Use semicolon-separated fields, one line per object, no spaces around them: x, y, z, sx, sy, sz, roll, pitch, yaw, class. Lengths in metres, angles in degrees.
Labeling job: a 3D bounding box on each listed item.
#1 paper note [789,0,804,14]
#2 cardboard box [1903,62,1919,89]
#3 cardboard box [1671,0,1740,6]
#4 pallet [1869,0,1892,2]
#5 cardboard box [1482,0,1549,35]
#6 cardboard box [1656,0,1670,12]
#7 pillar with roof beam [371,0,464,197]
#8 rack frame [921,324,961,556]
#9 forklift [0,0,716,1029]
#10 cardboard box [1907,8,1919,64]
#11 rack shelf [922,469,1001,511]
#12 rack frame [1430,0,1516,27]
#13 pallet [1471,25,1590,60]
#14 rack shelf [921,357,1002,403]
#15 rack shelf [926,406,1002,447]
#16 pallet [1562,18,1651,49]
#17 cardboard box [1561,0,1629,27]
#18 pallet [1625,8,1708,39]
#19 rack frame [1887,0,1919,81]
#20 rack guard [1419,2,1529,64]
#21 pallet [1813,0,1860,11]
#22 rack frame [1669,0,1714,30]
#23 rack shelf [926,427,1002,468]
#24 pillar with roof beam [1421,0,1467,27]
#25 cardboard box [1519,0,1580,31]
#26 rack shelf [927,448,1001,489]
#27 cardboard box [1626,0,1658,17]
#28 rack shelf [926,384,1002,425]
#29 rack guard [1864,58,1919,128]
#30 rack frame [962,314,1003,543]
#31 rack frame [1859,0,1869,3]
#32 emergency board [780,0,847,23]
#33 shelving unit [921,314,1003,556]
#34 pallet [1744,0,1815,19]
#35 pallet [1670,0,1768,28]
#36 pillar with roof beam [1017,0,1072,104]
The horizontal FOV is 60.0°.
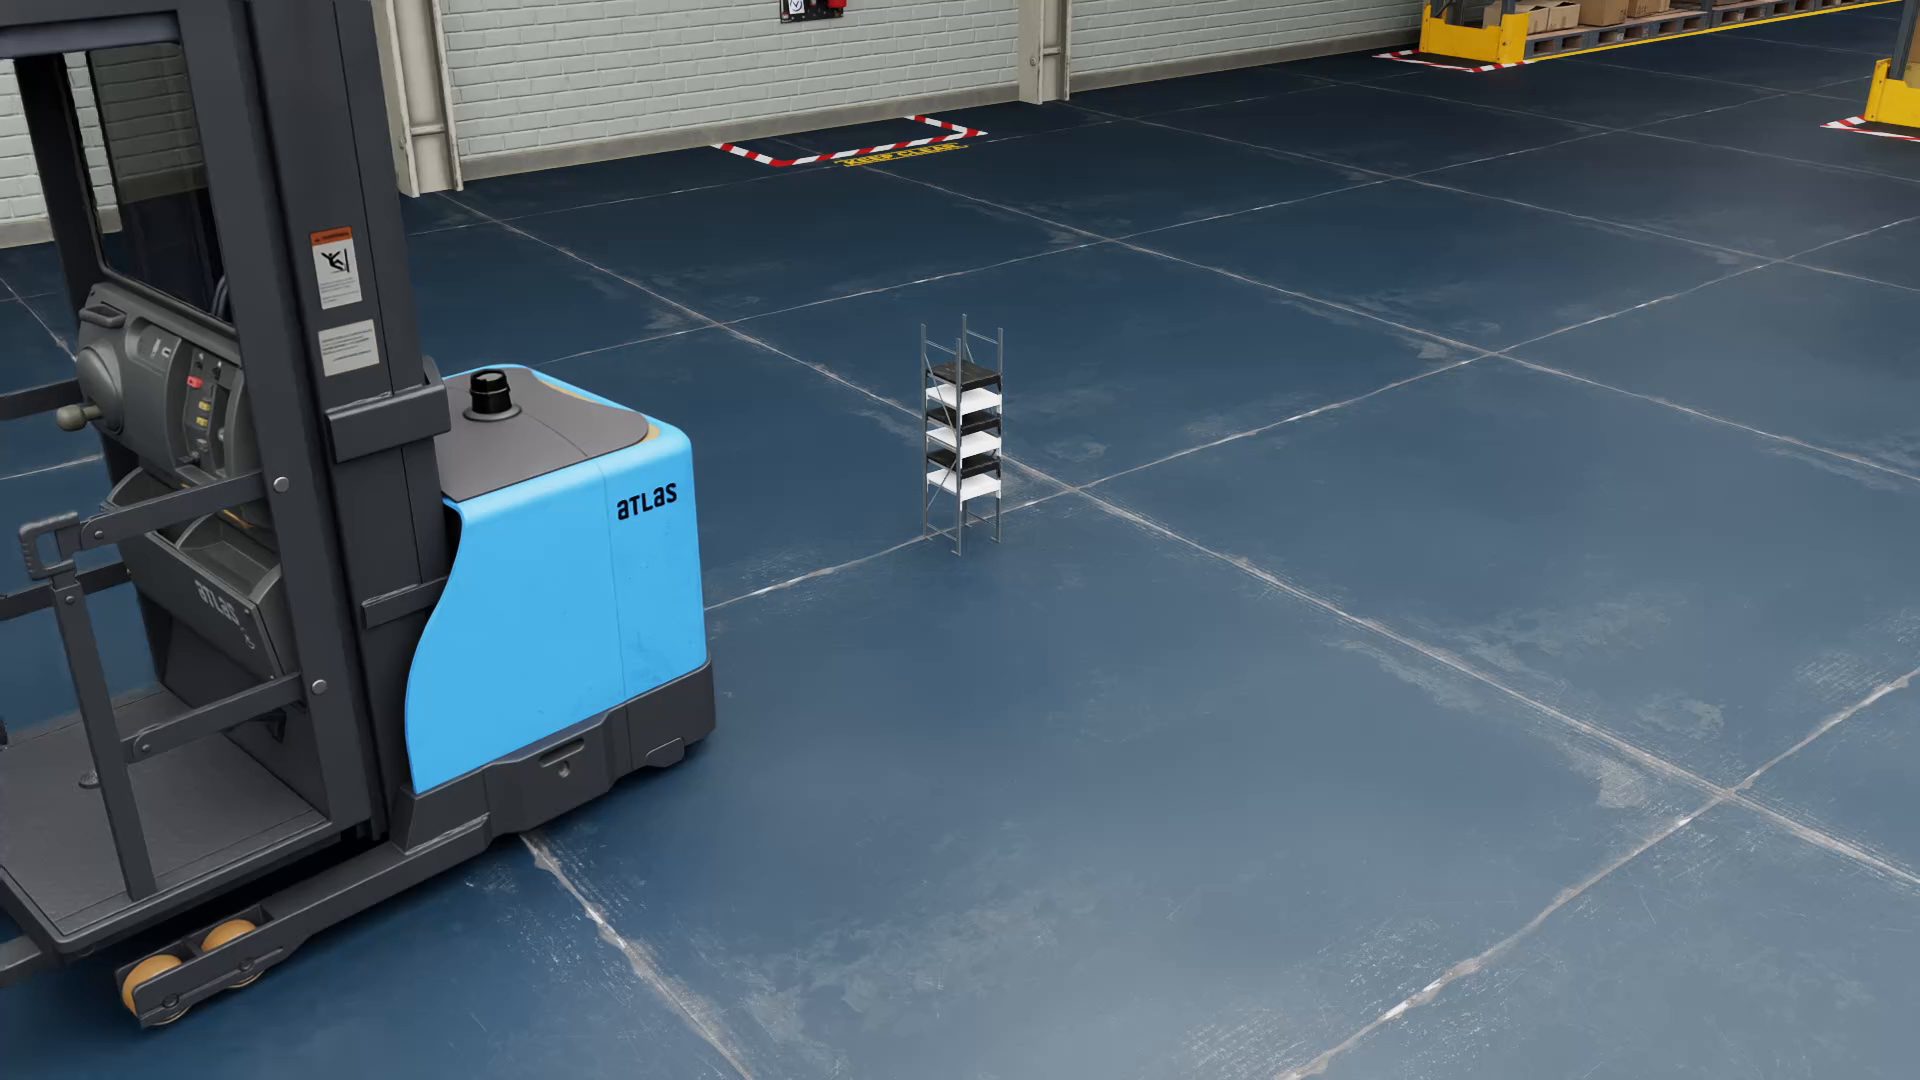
-1.363;-4.468;13.861;0.142;0.148;0.016;-18;31;-34;paper note
8.791;-4.151;14.898;0.500;0.250;0.500;-18;31;-34;cardboard box
9.208;-6.912;20.527;0.500;0.500;0.700;-17;30;-32;cardboard box
12.454;-7.604;22.883;1.213;0.211;1.003;-18;31;-34;pallet
6.091;-5.740;18.227;0.500;0.311;0.500;-23;33;-40;cardboard box
8.237;-6.415;19.853;0.380;0.166;0.250;22;33;39;cardboard box
-1.278;-5.257;7.388;0.400;9.000;9.100;-18;31;-34;pillar with roof beam
-0.074;-0.384;6.508;0.006;0.900;0.240;-18;31;-34;rack frame
-2.159;-0.366;4.056;1.130;2.935;3.031;22;33;39;forklift
8.789;-4.492;14.742;0.500;0.500;0.500;-18;31;-34;cardboard box
0.006;-0.217;6.655;0.200;0.077;0.258;-18;31;-34;rack shelf
5.491;-6.611;17.431;0.127;3.000;1.000;-18;31;-34;rack frame
6.212;-5.565;18.490;1.213;0.211;1.003;-18;31;-34;pallet
0.006;-0.625;6.465;0.200;0.077;0.258;-18;31;-34;rack shelf
0.006;-0.462;6.541;0.200;0.077;0.258;-18;31;-34;rack shelf
7.172;-5.880;19.169;1.213;0.211;1.003;-18;31;-34;pallet
7.148;-6.148;18.881;0.500;0.500;0.700;-21;32;-37;cardboard box
8.132;-6.199;19.855;1.213;0.211;1.003;-18;31;-34;pallet
8.551;-4.971;13.897;0.127;3.000;1.000;-18;31;-34;rack frame
5.551;-5.496;17.999;0.348;0.500;1.175;-18;31;-34;rack guard
11.171;-7.221;22.059;1.213;0.211;1.003;-18;31;-34;pallet
8.639;-7.650;19.670;0.127;3.000;1.000;-18;31;-34;rack frame
0.006;-0.380;6.579;0.200;0.077;0.258;-18;31;-34;rack shelf
8.165;-8.374;14.104;0.400;9.000;9.100;-18;31;-34;pillar with roof beam
6.540;-5.889;18.546;0.500;0.311;0.500;-15;29;-30;cardboard box
0.006;-0.298;6.617;0.200;0.077;0.258;-18;31;-34;rack shelf
7.847;-6.433;19.494;0.500;0.500;0.500;-21;32;-38;cardboard box
0.006;-0.543;6.503;0.200;0.077;0.258;-18;31;-34;rack shelf
8.532;-3.830;14.410;0.348;0.500;1.175;-18;31;-34;rack guard
0.086;-0.437;6.622;0.006;0.900;0.240;-18;31;-34;rack frame
11.787;-8.689;21.908;0.127;3.000;1.000;-18;31;-34;rack frame
-1.181;-4.891;13.726;0.643;1.169;0.194;-18;31;-34;emergency board
0.006;-0.410;6.565;0.210;0.900;0.258;-18;31;-34;shelving unit
10.211;-6.906;21.380;1.213;0.211;1.003;-18;31;-34;pallet
9.251;-6.588;20.693;1.213;0.211;1.003;-18;31;-34;pallet
3.443;-6.815;10.746;0.400;9.000;9.100;-18;31;-34;pillar with roof beam
